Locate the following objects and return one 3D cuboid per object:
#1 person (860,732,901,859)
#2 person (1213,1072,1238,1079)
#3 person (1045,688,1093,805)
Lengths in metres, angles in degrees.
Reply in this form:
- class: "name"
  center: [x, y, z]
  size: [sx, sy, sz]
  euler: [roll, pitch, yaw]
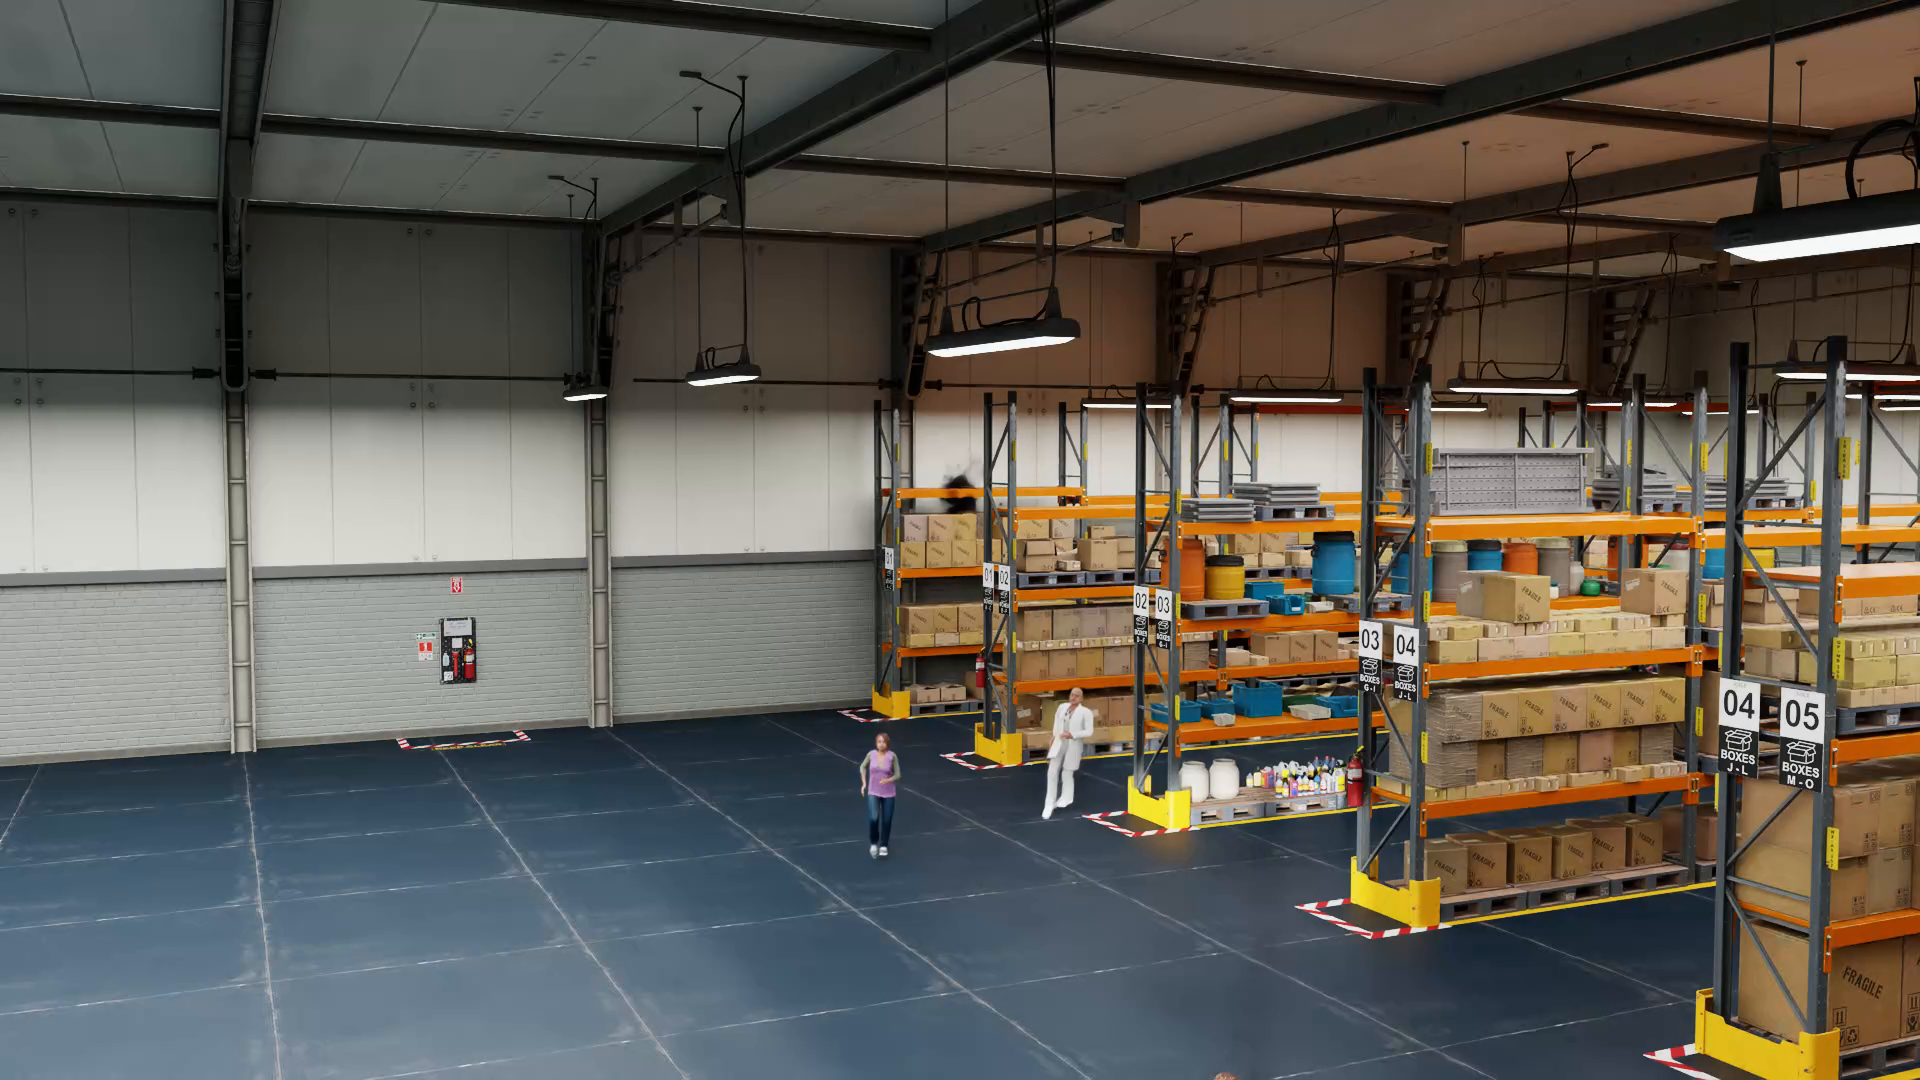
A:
- class: "person"
  center: [-0.986, 3.161, 20.550]
  size: [0.509, 1.563, 0.635]
  euler: [0, 3, -2]
- class: "person"
  center: [1.533, 3.816, 9.483]
  size: [0.508, 1.558, 0.586]
  euler: [1, 3, 15]
- class: "person"
  center: [1.533, 2.870, 23.118]
  size: [0.678, 1.647, 0.734]
  euler: [1, 4, 24]
